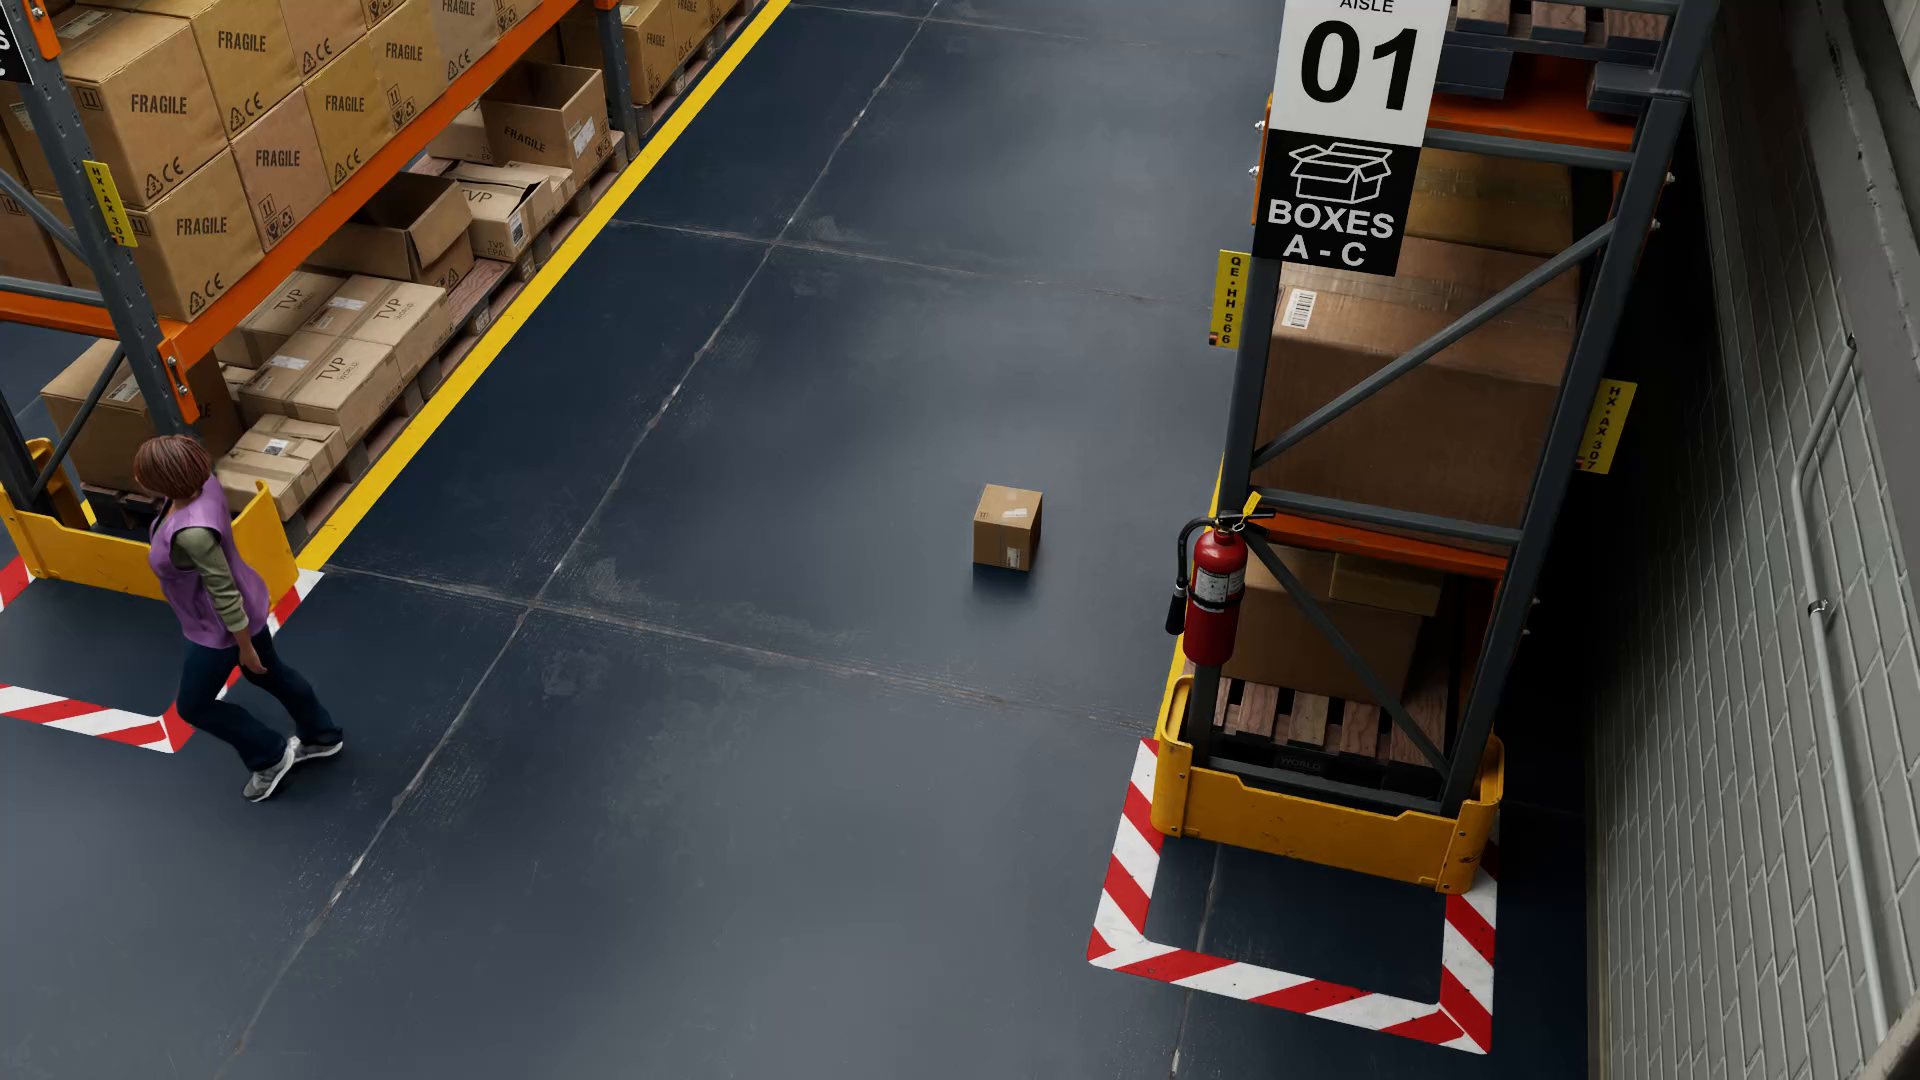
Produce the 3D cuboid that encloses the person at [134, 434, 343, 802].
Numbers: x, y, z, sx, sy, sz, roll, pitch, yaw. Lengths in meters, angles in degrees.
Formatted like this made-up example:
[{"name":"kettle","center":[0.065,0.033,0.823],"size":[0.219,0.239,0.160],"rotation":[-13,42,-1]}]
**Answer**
[{"name":"person","center":[-2.545,0.280,5.845],"size":[0.367,1.629,0.433],"rotation":[-10,43,-11]}]
